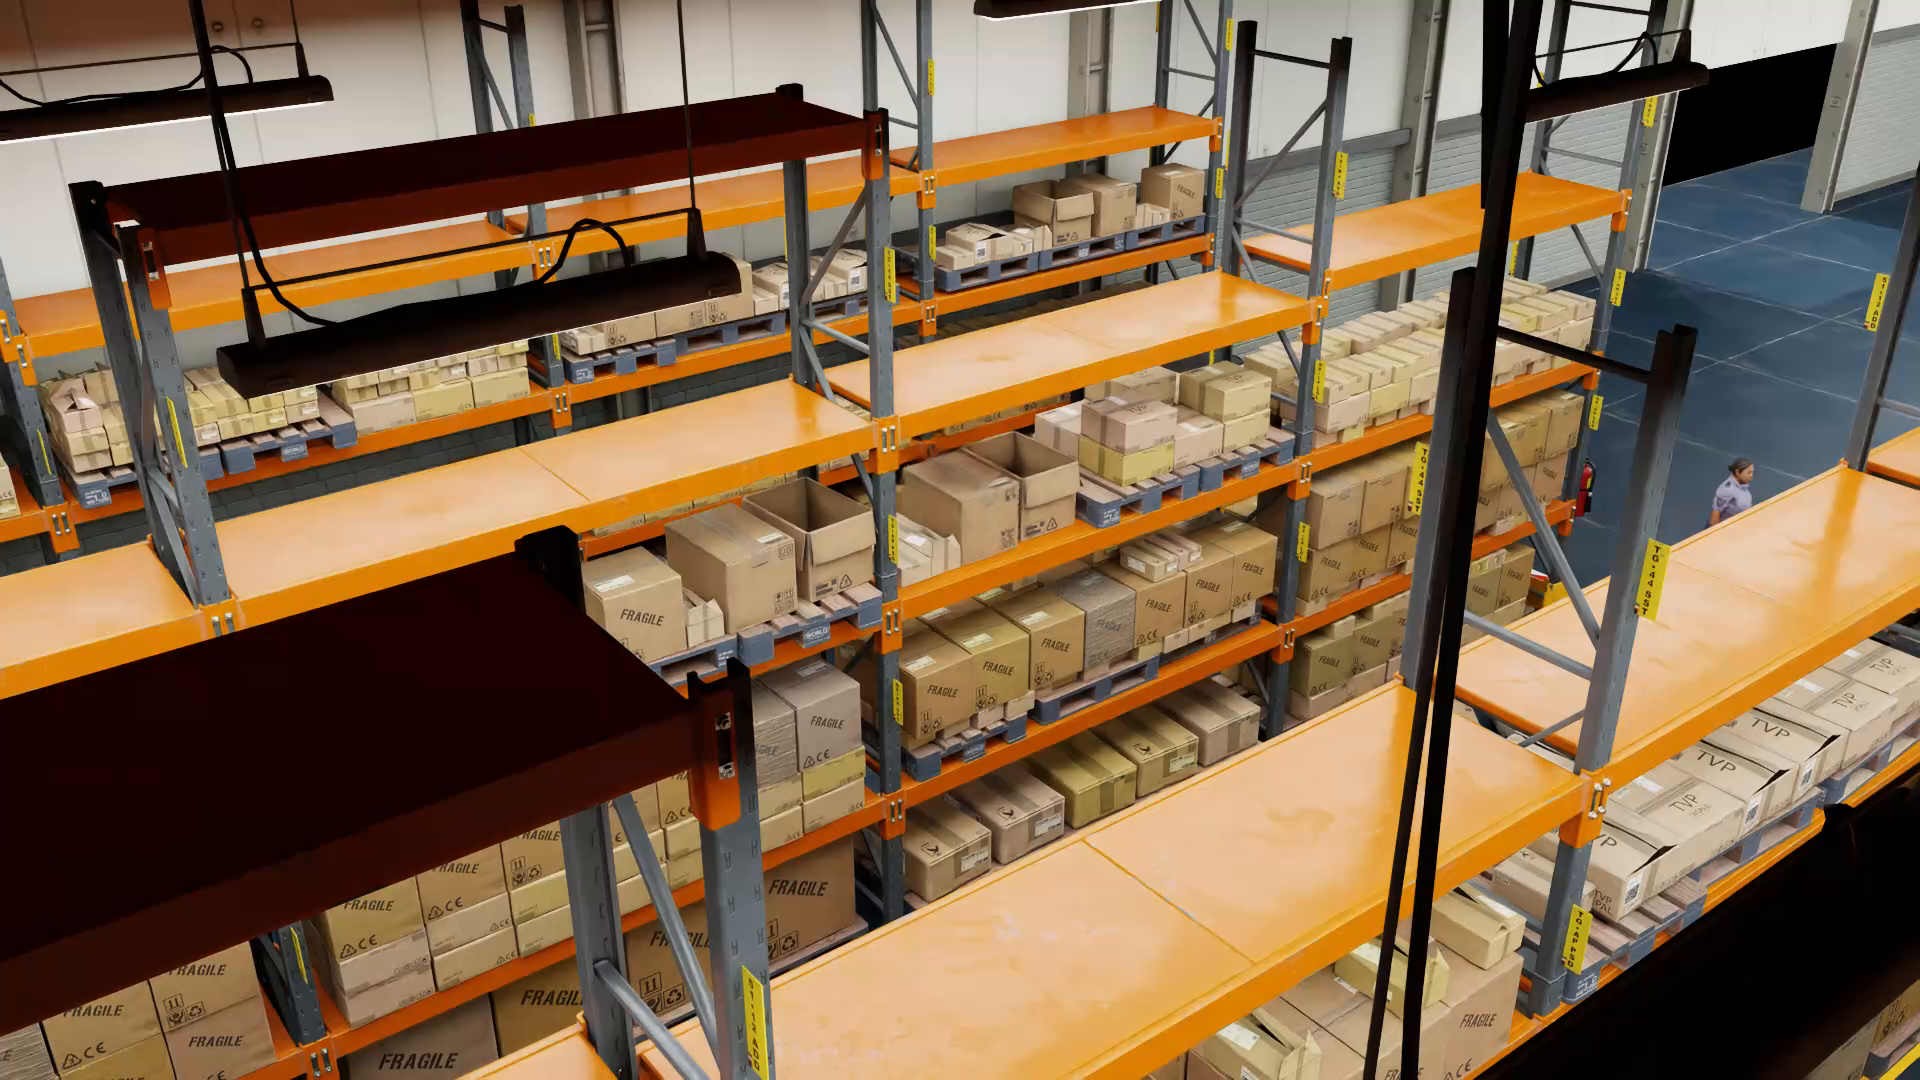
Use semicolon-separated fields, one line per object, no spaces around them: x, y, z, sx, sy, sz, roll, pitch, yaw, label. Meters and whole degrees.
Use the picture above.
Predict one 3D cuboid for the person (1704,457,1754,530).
7.478;-0.072;16.379;0.525;1.634;0.579;-24;35;-39;person
